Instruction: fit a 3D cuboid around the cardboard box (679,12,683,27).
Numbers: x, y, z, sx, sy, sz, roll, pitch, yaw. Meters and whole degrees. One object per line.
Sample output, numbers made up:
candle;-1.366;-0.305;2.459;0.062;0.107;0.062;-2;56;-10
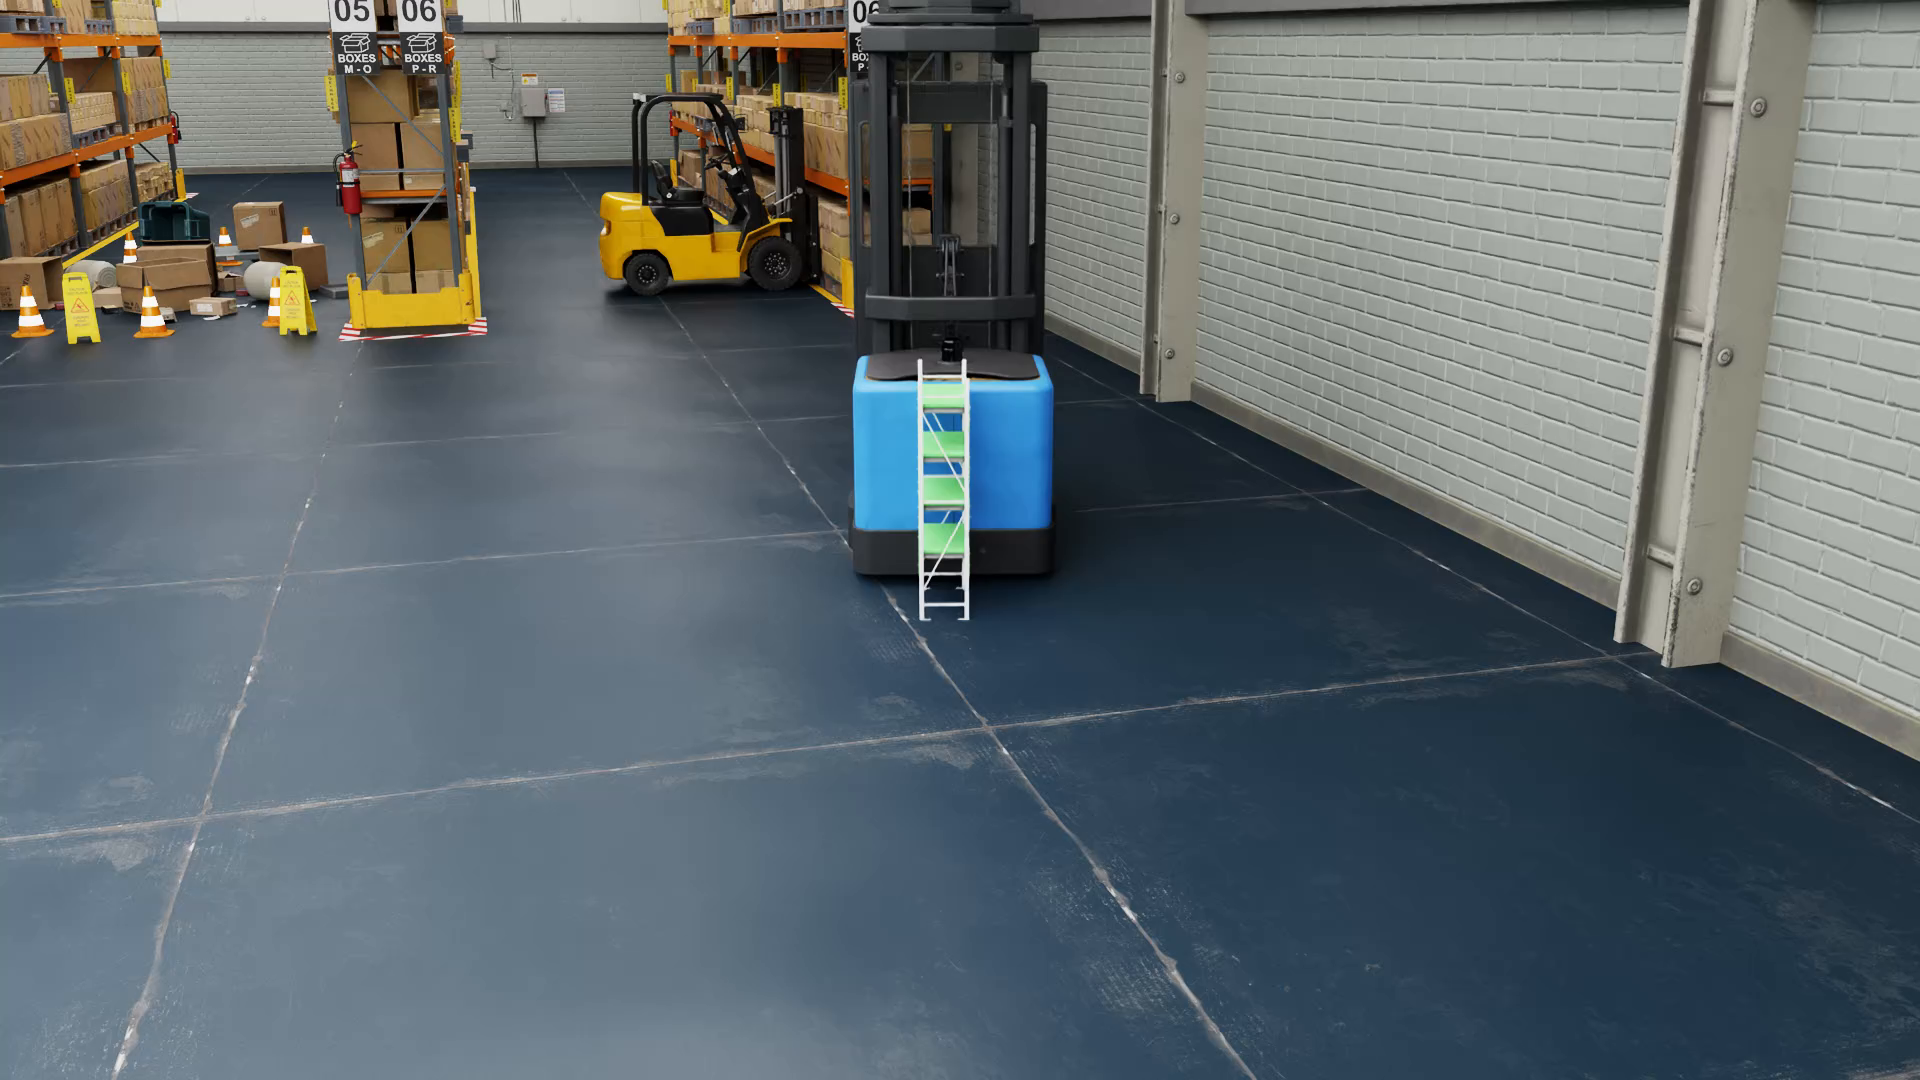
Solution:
cardboard box;-4.760;-9.345;29.879;0.500;0.250;0.500;-5;17;-16

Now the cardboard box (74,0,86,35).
cardboard box;-12.565;-7.319;23.215;0.500;0.500;0.500;-5;17;-15

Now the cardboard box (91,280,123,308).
cardboard box;-9.034;-2.634;17.759;0.396;0.266;0.258;-2;17;-6

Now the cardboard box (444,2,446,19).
cardboard box;-6.026;-5.959;18.606;0.500;0.250;0.500;-5;17;-16

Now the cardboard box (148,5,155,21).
cardboard box;-14.204;-9.089;28.675;0.500;0.250;0.500;-5;18;-17

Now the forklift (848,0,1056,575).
forklift;-0.069;-1.592;9.656;1.130;2.935;3.031;0;17;-1

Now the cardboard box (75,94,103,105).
cardboard box;-12.962;-6.538;24.675;0.380;0.149;0.250;-5;17;-15

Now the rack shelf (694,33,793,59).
rack shelf;-3.423;-7.838;26.366;1.077;0.370;4.000;-5;17;-15

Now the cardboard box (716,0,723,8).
cardboard box;-3.538;-8.252;25.545;0.380;0.149;0.250;-5;17;-16

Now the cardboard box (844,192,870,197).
cardboard box;-1.173;-4.048;20.026;0.500;0.250;0.500;-5;17;-15

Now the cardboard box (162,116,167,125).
cardboard box;-14.214;-7.404;29.324;0.380;0.149;0.250;-5;17;-15

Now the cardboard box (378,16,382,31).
cardboard box;-5.954;-5.121;16.510;0.380;0.149;0.250;-4;17;-14

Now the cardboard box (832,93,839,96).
cardboard box;-1.367;-5.450;20.562;0.380;0.149;0.250;-5;17;-17

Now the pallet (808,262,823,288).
pallet;-1.257;-3.189;19.702;1.003;0.211;1.213;-5;17;-15

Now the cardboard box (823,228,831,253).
cardboard box;-1.237;-3.353;18.580;0.500;0.250;0.500;-5;17;-16

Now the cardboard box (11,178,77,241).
cardboard box;-12.296;-4.328;21.826;1.050;0.750;0.750;-5;17;-16

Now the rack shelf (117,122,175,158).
rack shelf;-14.026;-6.695;27.776;1.077;0.370;4.000;-5;17;-15

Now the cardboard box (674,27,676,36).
cardboard box;-5.087;-9.395;30.738;0.380;0.149;0.250;-4;17;-14

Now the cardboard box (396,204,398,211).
cardboard box;-6.220;-3.580;17.775;0.380;0.149;0.250;-4;17;-13

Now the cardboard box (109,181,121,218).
cardboard box;-12.753;-5.021;24.568;0.500;0.500;0.500;-5;17;-16

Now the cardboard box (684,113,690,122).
cardboard box;-4.847;-7.741;30.444;0.380;0.149;0.250;-4;17;-14

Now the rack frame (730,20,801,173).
rack frame;-2.874;-6.192;24.853;1.000;3.000;0.127;-5;17;-15

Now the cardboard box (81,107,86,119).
cardboard box;-12.607;-6.040;23.534;0.380;0.149;0.250;-5;17;-15

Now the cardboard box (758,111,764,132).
cardboard box;-2.438;-5.653;22.448;0.500;0.250;0.500;-4;17;-14

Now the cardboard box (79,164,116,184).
cardboard box;-12.741;-5.375;24.442;0.500;0.250;0.500;-6;18;-18

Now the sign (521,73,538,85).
sign;-9.466;-10.144;36.572;0.339;0.242;0.001;-5;17;-15

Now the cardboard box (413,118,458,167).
cardboard box;-5.456;-4.072;17.104;0.500;0.500;0.500;-4;17;-14

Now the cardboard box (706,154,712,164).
cardboard box;-4.130;-6.493;28.342;0.380;0.149;0.250;-4;17;-13

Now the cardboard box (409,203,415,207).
cardboard box;-6.485;-3.604;18.982;0.500;0.500;0.500;-4;17;-13

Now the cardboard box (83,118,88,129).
cardboard box;-12.605;-5.897;23.576;0.380;0.149;0.250;-4;17;-13

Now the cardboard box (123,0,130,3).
cardboard box;-13.638;-8.748;26.846;0.380;0.149;0.250;-4;17;-12

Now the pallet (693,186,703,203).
pallet;-4.161;-6.153;29.570;1.003;0.211;1.213;-5;17;-15

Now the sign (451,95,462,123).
sign;-6.026;-5.152;19.885;0.100;0.325;0.005;-5;17;-15

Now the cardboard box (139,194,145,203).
cardboard box;-13.267;-5.448;26.600;0.380;0.149;0.250;-5;18;-18

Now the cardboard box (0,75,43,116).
cardboard box;-12.123;-5.642;21.107;0.700;0.500;0.500;-5;17;-16

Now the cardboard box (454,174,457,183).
cardboard box;-5.444;-3.798;17.320;0.380;0.149;0.250;-4;17;-14

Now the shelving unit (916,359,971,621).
shelving unit;-0.082;-0.250;8.200;0.258;1.200;0.503;0;17;-1

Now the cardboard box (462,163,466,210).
cardboard box;-7.996;-5.427;25.268;0.875;0.875;0.875;-4;17;-15

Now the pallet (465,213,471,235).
pallet;-7.789;-4.687;24.690;1.003;0.211;1.213;-5;17;-15

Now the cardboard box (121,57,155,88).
cardboard box;-13.920;-7.871;28.014;0.500;0.500;0.500;-4;17;-12

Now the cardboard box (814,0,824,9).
cardboard box;-1.216;-6.107;18.278;0.700;0.500;0.500;-5;17;-15

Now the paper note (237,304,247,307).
paper note;-7.710;-2.509;17.773;0.148;0.019;0.142;1;17;4

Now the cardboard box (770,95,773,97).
cardboard box;-2.590;-6.477;24.499;0.380;0.149;0.250;-4;17;-13

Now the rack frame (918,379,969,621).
rack frame;-0.076;-0.180;7.966;0.240;1.200;0.015;0;17;-1

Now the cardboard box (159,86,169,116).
cardboard box;-14.204;-7.679;29.110;0.500;0.500;0.500;-4;17;-14

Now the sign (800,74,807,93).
sign;-2.341;-6.792;24.835;0.100;0.325;0.005;-5;17;-15

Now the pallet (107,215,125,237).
pallet;-12.922;-4.597;24.389;1.003;0.211;1.213;-5;17;-15

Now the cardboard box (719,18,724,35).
cardboard box;-3.387;-7.819;25.314;0.500;0.250;0.500;-5;17;-15

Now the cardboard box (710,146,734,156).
cardboard box;-4.013;-6.567;28.072;0.380;0.149;0.250;-6;18;-18

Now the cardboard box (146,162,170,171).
cardboard box;-14.186;-6.587;29.357;0.380;0.149;0.250;-4;17;-15

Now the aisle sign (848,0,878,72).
aisle sign;-0.939;-5.183;16.974;0.394;0.787;0.004;-5;17;-15

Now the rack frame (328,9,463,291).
rack frame;-5.447;-3.586;16.176;1.000;3.000;0.127;-5;17;-15
